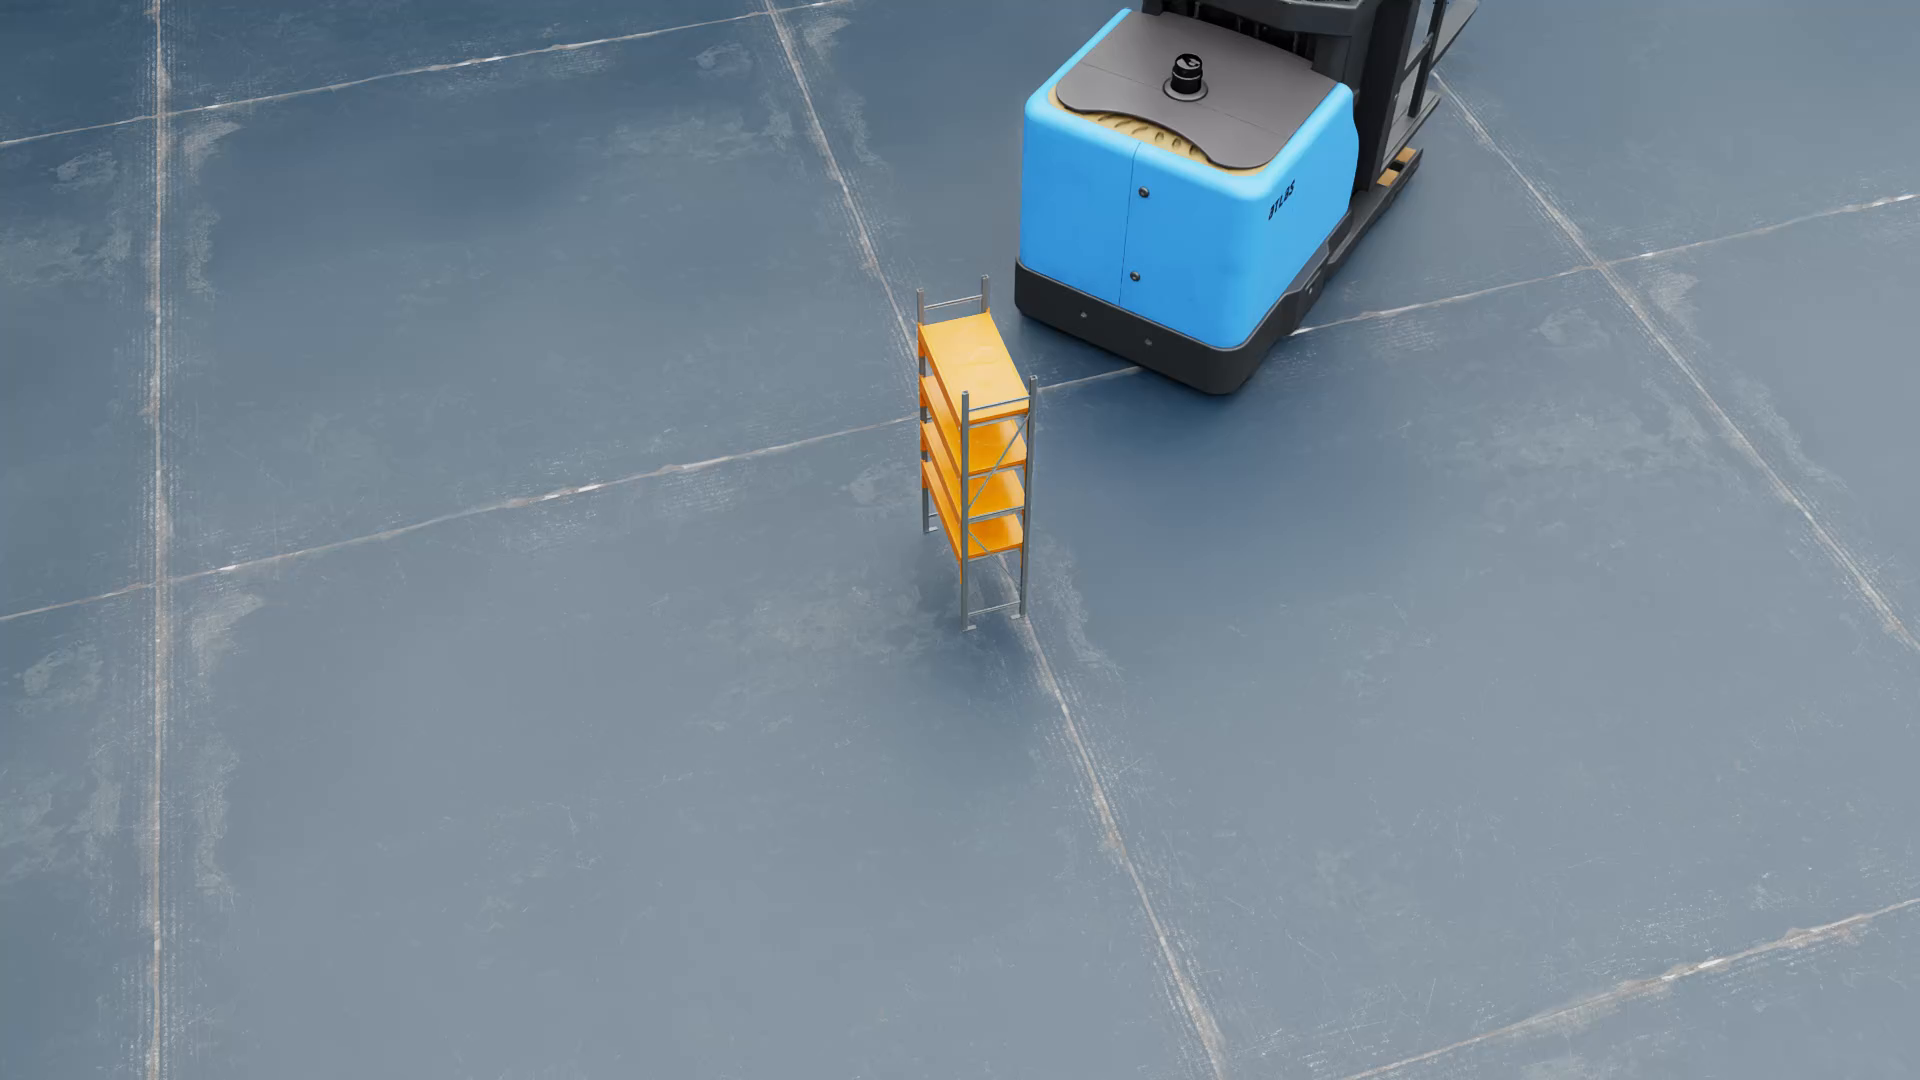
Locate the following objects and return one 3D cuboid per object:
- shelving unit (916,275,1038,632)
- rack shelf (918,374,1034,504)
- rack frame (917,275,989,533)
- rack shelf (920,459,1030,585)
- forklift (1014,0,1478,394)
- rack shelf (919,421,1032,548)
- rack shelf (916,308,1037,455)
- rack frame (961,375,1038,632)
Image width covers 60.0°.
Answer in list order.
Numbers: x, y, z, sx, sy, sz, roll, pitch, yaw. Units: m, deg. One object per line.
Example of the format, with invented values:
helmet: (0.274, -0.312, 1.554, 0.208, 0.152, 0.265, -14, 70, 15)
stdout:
shelving unit: (0.049, -0.266, 5.689, 0.258, 1.200, 0.503, -13, 51, -11)
rack shelf: (0.049, -0.367, 5.570, 0.258, 0.148, 0.480, -13, 51, -11)
rack frame: (-0.023, -0.444, 5.840, 0.240, 1.200, 0.015, -13, 51, -11)
rack shelf: (0.049, -0.094, 5.893, 0.258, 0.148, 0.480, -13, 51, -11)
forklift: (1.453, -2.637, 6.556, 1.130, 2.935, 3.031, 26, 55, 21)
rack shelf: (0.049, -0.222, 5.741, 0.258, 0.148, 0.480, -13, 51, -11)
rack shelf: (0.049, -0.519, 5.389, 0.258, 0.148, 0.480, -13, 51, -11)
rack frame: (0.121, -0.088, 5.539, 0.240, 1.200, 0.015, -13, 51, -11)
